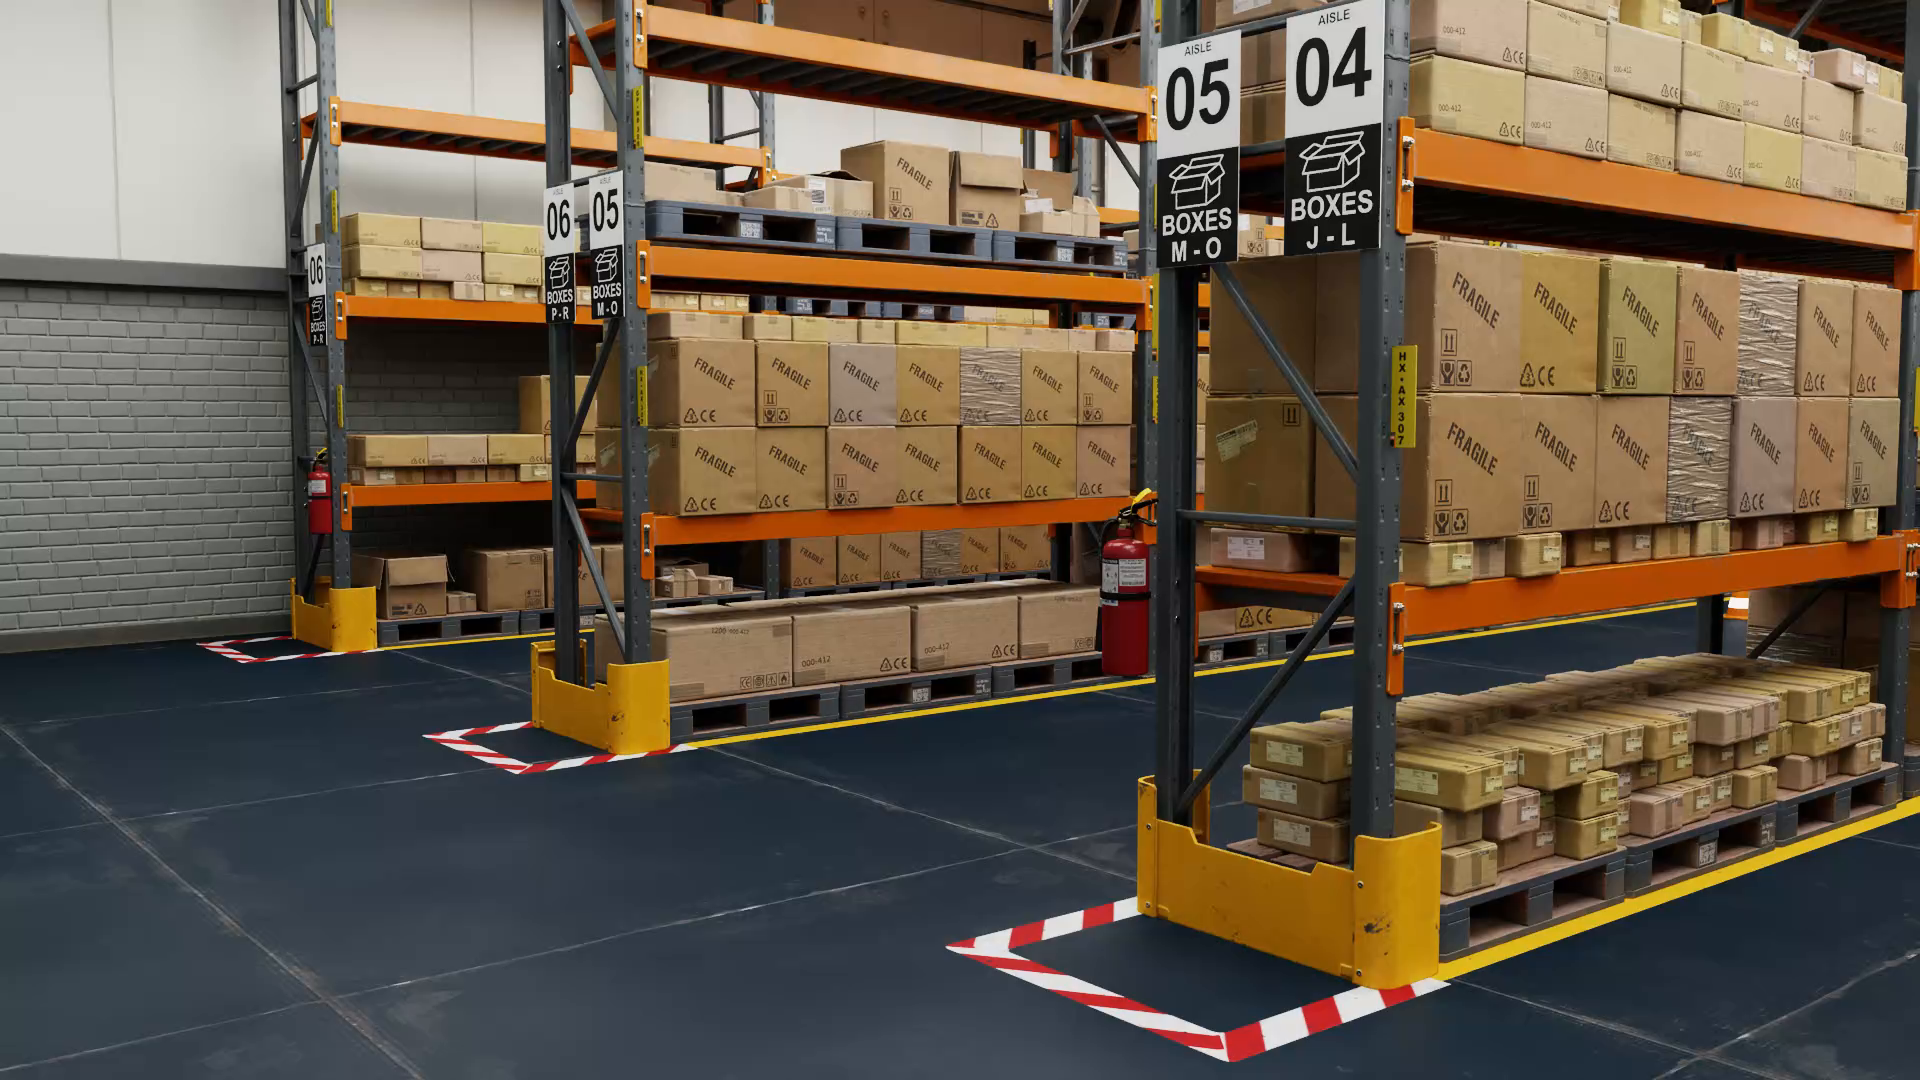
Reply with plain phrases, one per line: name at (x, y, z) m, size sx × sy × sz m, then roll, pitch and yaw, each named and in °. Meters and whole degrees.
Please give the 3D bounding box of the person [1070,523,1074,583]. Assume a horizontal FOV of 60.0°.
person at (1.012, -0.140, 15.543) m, size 0.359 × 1.673 × 0.493 m, roll -4°, pitch 6°, yaw -41°
